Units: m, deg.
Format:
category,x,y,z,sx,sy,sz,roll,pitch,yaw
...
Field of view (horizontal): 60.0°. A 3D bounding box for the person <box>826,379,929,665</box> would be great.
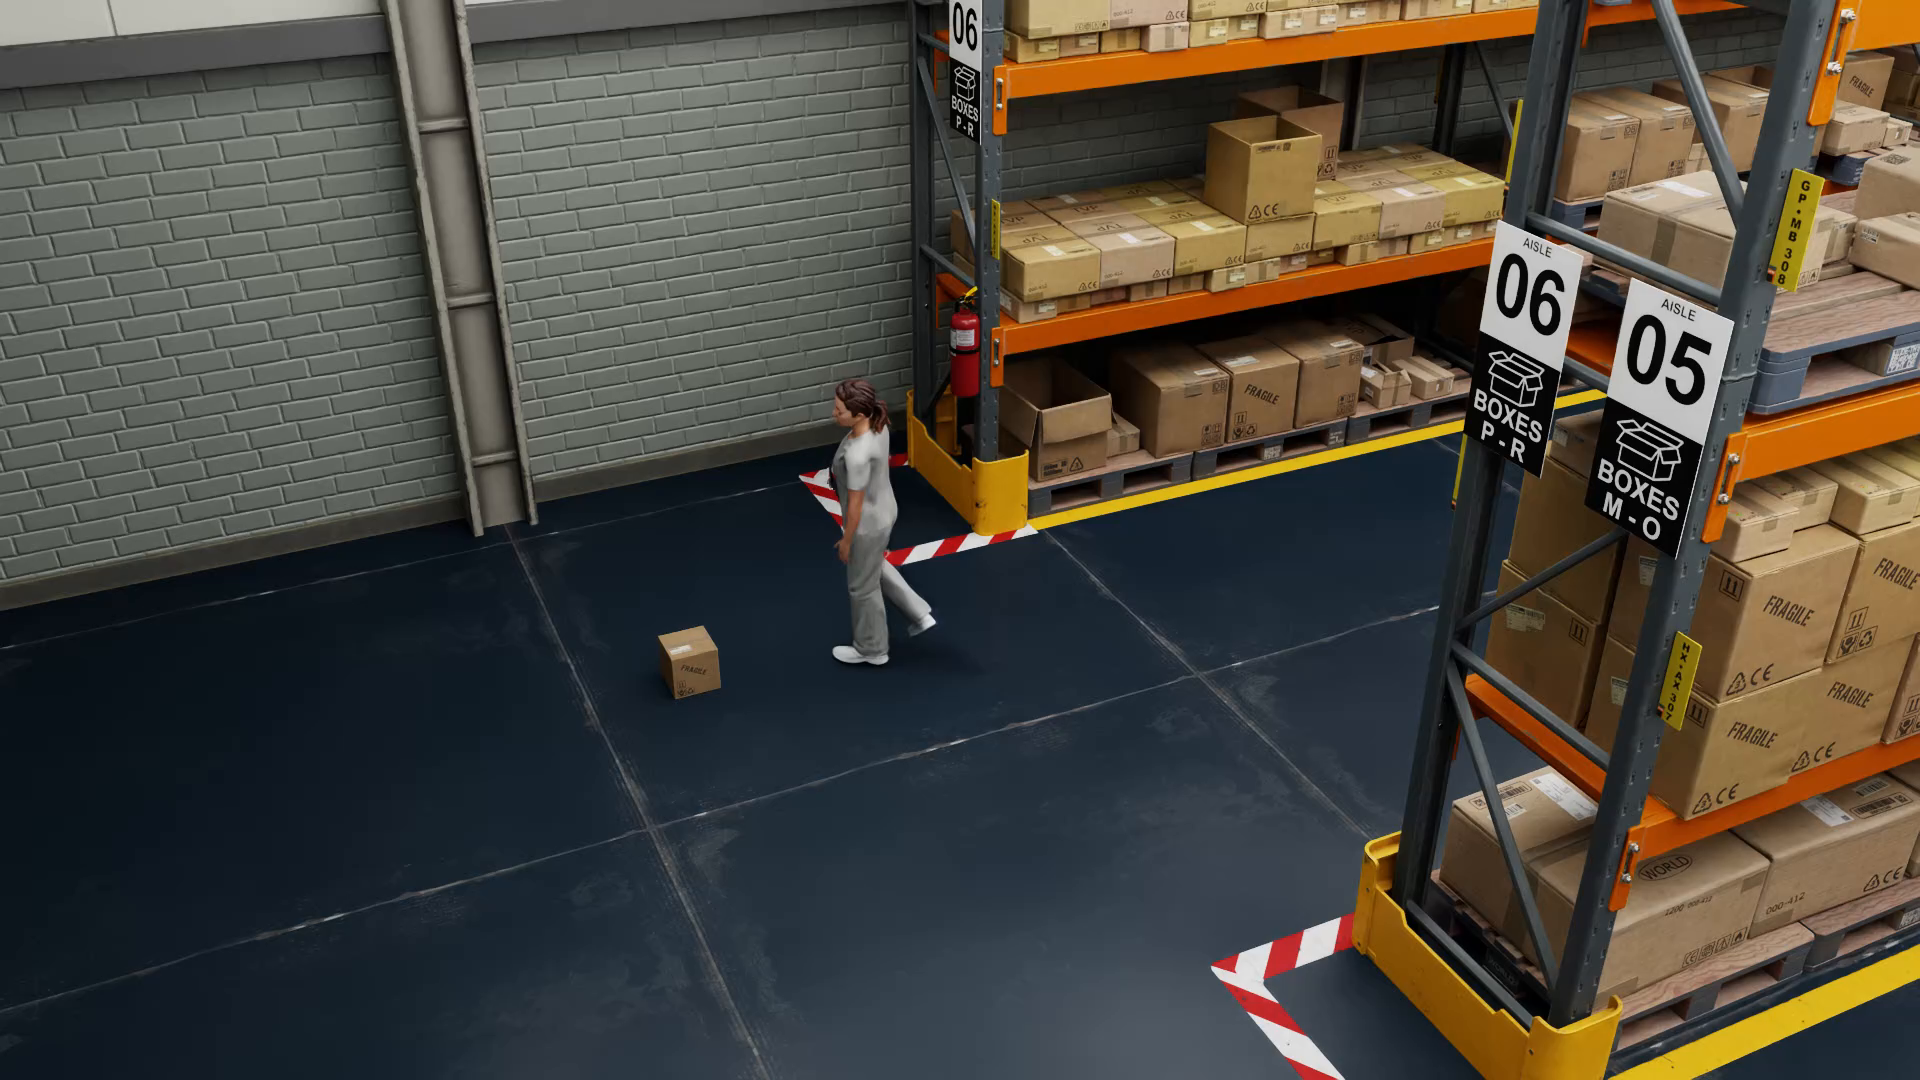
category,x,y,z,sx,sy,sz,roll,pitch,yaw
person,-0.437,-0.082,8.564,0.516,1.660,0.507,6,30,11
